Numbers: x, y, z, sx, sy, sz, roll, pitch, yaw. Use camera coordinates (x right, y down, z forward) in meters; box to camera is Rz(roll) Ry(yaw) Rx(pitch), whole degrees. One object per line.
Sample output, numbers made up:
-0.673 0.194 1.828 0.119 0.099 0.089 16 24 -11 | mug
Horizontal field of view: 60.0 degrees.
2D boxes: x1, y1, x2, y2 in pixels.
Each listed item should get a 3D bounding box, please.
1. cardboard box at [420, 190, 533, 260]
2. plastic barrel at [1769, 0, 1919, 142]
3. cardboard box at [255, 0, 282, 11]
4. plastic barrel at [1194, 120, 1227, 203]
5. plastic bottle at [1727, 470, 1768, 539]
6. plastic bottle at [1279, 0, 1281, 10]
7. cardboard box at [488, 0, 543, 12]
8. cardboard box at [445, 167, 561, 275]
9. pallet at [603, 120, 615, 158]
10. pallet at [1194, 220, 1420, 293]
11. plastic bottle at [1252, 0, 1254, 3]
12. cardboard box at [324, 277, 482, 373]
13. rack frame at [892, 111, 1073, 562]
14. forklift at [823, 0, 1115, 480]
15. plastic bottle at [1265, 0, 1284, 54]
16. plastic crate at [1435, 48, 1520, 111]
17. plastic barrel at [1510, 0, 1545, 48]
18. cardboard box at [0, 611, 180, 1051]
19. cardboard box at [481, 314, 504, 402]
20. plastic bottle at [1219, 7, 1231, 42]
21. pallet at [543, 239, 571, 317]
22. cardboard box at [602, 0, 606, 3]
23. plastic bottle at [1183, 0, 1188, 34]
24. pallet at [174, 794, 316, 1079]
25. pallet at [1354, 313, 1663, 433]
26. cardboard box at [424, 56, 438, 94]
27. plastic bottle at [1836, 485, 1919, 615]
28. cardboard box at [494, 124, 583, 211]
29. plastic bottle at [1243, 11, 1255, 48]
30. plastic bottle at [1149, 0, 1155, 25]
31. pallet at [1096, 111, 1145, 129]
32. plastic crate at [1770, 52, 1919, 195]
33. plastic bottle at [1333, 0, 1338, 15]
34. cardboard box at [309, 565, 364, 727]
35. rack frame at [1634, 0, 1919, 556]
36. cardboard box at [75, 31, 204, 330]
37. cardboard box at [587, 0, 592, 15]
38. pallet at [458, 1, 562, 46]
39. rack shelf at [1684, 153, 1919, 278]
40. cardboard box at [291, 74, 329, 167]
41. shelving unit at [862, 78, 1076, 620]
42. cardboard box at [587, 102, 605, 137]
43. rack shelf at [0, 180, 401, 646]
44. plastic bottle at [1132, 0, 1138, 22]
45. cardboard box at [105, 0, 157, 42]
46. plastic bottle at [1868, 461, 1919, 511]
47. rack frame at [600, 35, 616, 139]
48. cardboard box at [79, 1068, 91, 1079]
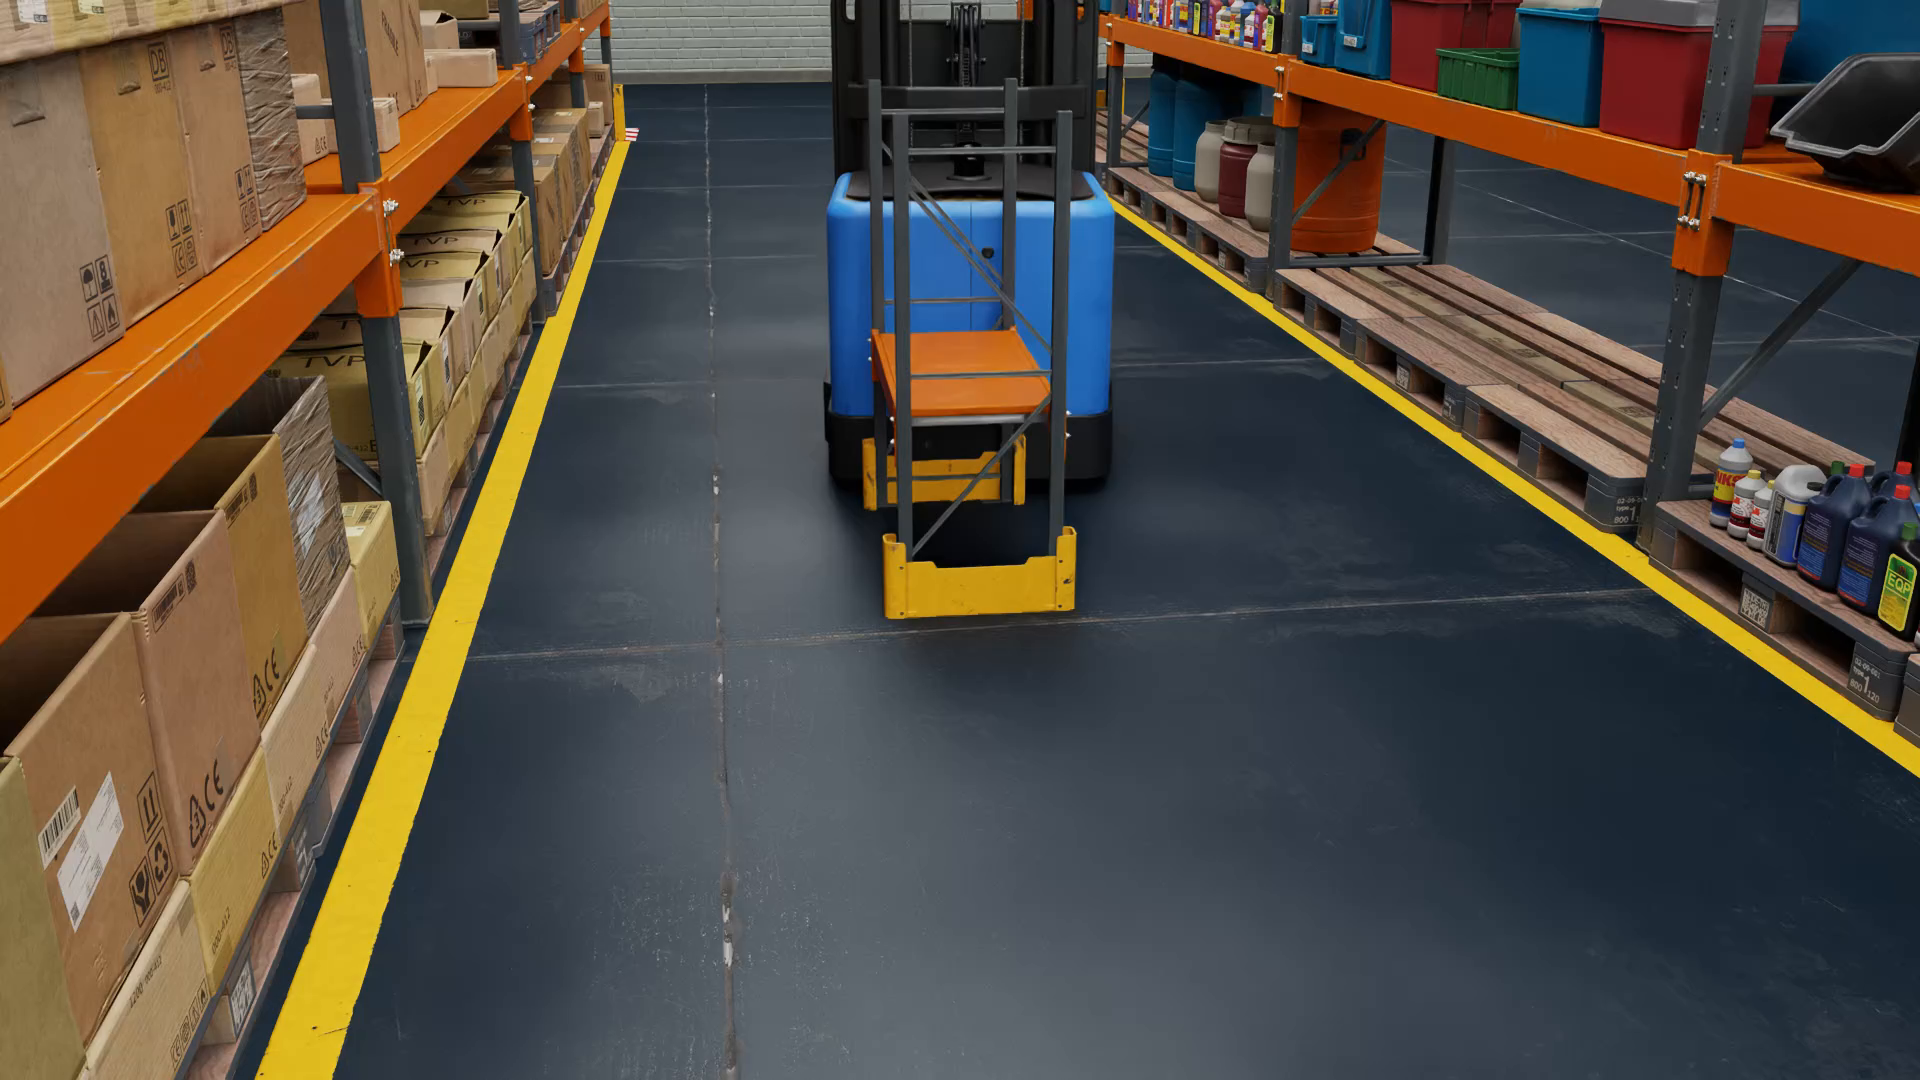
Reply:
-2.363 -1.526 8.042 0.500 0.311 0.500 -2 21 -6 | cardboard box
3.041 -1.771 5.453 0.600 0.901 0.708 -3 21 -8 | plastic barrel
-1.820 -1.320 3.893 0.380 0.149 0.250 -3 21 -9 | cardboard box
1.800 -2.553 11.221 0.421 0.512 0.421 0 20 0 | plastic barrel
2.424 -0.114 5.106 0.097 0.201 0.097 0 20 0 | plastic bottle
2.199 -3.550 11.112 0.152 0.276 0.135 -3 21 -8 | plastic bottle
-2.827 -3.305 9.536 0.700 0.500 0.500 1 20 2 | cardboard box
-2.465 -1.730 9.005 0.500 0.500 0.500 -2 21 -5 | cardboard box
-3.708 -3.684 15.279 1.003 0.211 1.213 -3 21 -8 | pallet
2.065 -1.736 10.063 1.003 0.211 1.213 -3 21 -8 | pallet
2.025 -3.662 11.419 0.097 0.271 0.097 0 20 0 | plastic bottle
-2.061 -0.818 6.147 0.500 0.311 0.500 -4 21 -10 | cardboard box
0.062 -0.478 4.853 0.500 1.500 0.032 -2 21 -6 | rack frame
0.015 -2.058 7.036 1.130 2.935 3.031 0 20 -1 | forklift
1.740 -2.836 9.188 0.061 0.283 0.133 -3 21 -8 | plastic bottle
2.267 -1.876 6.755 0.450 0.188 0.662 -3 21 -8 | plastic crate
2.641 -2.333 7.515 0.421 0.512 0.421 0 20 0 | plastic barrel
-1.545 0.444 2.497 0.500 0.500 0.500 -3 21 -8 | cardboard box
-2.140 -0.731 6.717 0.500 0.250 0.500 -3 21 -7 | cardboard box
1.624 -3.120 10.067 0.097 0.201 0.097 0 20 0 | plastic bottle
-2.752 -1.477 9.370 1.003 0.211 1.213 -3 21 -8 | pallet
-3.423 -5.019 14.724 0.500 0.500 0.500 -3 21 -7 | cardboard box
1.504 -3.441 10.825 0.097 0.271 0.097 0 20 0 | plastic bottle
-1.853 0.869 3.088 1.003 0.211 1.213 -3 21 -8 | pallet
2.466 -0.774 7.486 1.003 0.211 1.213 -3 21 -8 | pallet
-2.442 -1.967 7.054 0.380 0.149 0.250 -1 21 -4 | cardboard box
2.530 0.014 4.549 0.144 0.351 0.185 -4 21 -10 | plastic bottle
-2.769 -2.442 10.910 0.500 0.500 0.500 -3 21 -7 | cardboard box
1.694 -2.952 9.616 0.097 0.201 0.097 0 20 0 | plastic bottle
1.376 -3.749 11.650 0.097 0.271 0.097 0 20 0 | plastic bottle
1.148 -3.948 15.984 1.003 0.211 1.213 -3 21 -8 | pallet
2.747 -1.170 4.650 0.767 0.338 0.504 -3 21 -8 | plastic crate
2.355 -3.239 10.285 0.097 0.271 0.097 0 20 0 | plastic bottle
-1.760 0.276 4.019 0.500 0.250 0.500 -3 21 -8 | cardboard box
2.797 -1.387 5.142 1.000 3.000 0.127 -3 21 -8 | rack frame
-1.884 -0.676 3.095 0.700 0.500 0.500 -3 21 -7 | cardboard box
-3.139 -4.322 12.859 0.500 0.500 0.500 -3 21 -7 | cardboard box
-2.967 -3.106 10.020 1.003 0.211 1.213 -3 21 -8 | pallet
3.085 -0.357 3.414 1.077 0.370 4.000 -3 21 -8 | rack shelf
-2.219 -1.236 4.953 0.500 0.250 0.500 -2 21 -4 | cardboard box
0.001 -0.658 5.334 0.587 1.500 1.083 -2 21 -6 | shelving unit
-3.406 -3.705 14.649 0.500 0.250 0.500 -3 21 -8 | cardboard box
-1.817 -0.109 2.748 1.077 0.370 4.000 -3 21 -8 | rack shelf
1.294 -3.907 12.057 0.061 0.283 0.133 -3 21 -8 | plastic bottle
-1.672 -0.966 2.945 0.380 0.149 0.250 -2 21 -6 | cardboard box
2.645 -0.059 4.744 0.144 0.351 0.185 -3 21 -8 | plastic bottle
-3.835 -5.293 15.601 1.000 3.000 0.127 -3 21 -8 | rack frame
-1.462 0.968 2.166 0.500 0.250 0.500 -3 21 -8 | cardboard box
